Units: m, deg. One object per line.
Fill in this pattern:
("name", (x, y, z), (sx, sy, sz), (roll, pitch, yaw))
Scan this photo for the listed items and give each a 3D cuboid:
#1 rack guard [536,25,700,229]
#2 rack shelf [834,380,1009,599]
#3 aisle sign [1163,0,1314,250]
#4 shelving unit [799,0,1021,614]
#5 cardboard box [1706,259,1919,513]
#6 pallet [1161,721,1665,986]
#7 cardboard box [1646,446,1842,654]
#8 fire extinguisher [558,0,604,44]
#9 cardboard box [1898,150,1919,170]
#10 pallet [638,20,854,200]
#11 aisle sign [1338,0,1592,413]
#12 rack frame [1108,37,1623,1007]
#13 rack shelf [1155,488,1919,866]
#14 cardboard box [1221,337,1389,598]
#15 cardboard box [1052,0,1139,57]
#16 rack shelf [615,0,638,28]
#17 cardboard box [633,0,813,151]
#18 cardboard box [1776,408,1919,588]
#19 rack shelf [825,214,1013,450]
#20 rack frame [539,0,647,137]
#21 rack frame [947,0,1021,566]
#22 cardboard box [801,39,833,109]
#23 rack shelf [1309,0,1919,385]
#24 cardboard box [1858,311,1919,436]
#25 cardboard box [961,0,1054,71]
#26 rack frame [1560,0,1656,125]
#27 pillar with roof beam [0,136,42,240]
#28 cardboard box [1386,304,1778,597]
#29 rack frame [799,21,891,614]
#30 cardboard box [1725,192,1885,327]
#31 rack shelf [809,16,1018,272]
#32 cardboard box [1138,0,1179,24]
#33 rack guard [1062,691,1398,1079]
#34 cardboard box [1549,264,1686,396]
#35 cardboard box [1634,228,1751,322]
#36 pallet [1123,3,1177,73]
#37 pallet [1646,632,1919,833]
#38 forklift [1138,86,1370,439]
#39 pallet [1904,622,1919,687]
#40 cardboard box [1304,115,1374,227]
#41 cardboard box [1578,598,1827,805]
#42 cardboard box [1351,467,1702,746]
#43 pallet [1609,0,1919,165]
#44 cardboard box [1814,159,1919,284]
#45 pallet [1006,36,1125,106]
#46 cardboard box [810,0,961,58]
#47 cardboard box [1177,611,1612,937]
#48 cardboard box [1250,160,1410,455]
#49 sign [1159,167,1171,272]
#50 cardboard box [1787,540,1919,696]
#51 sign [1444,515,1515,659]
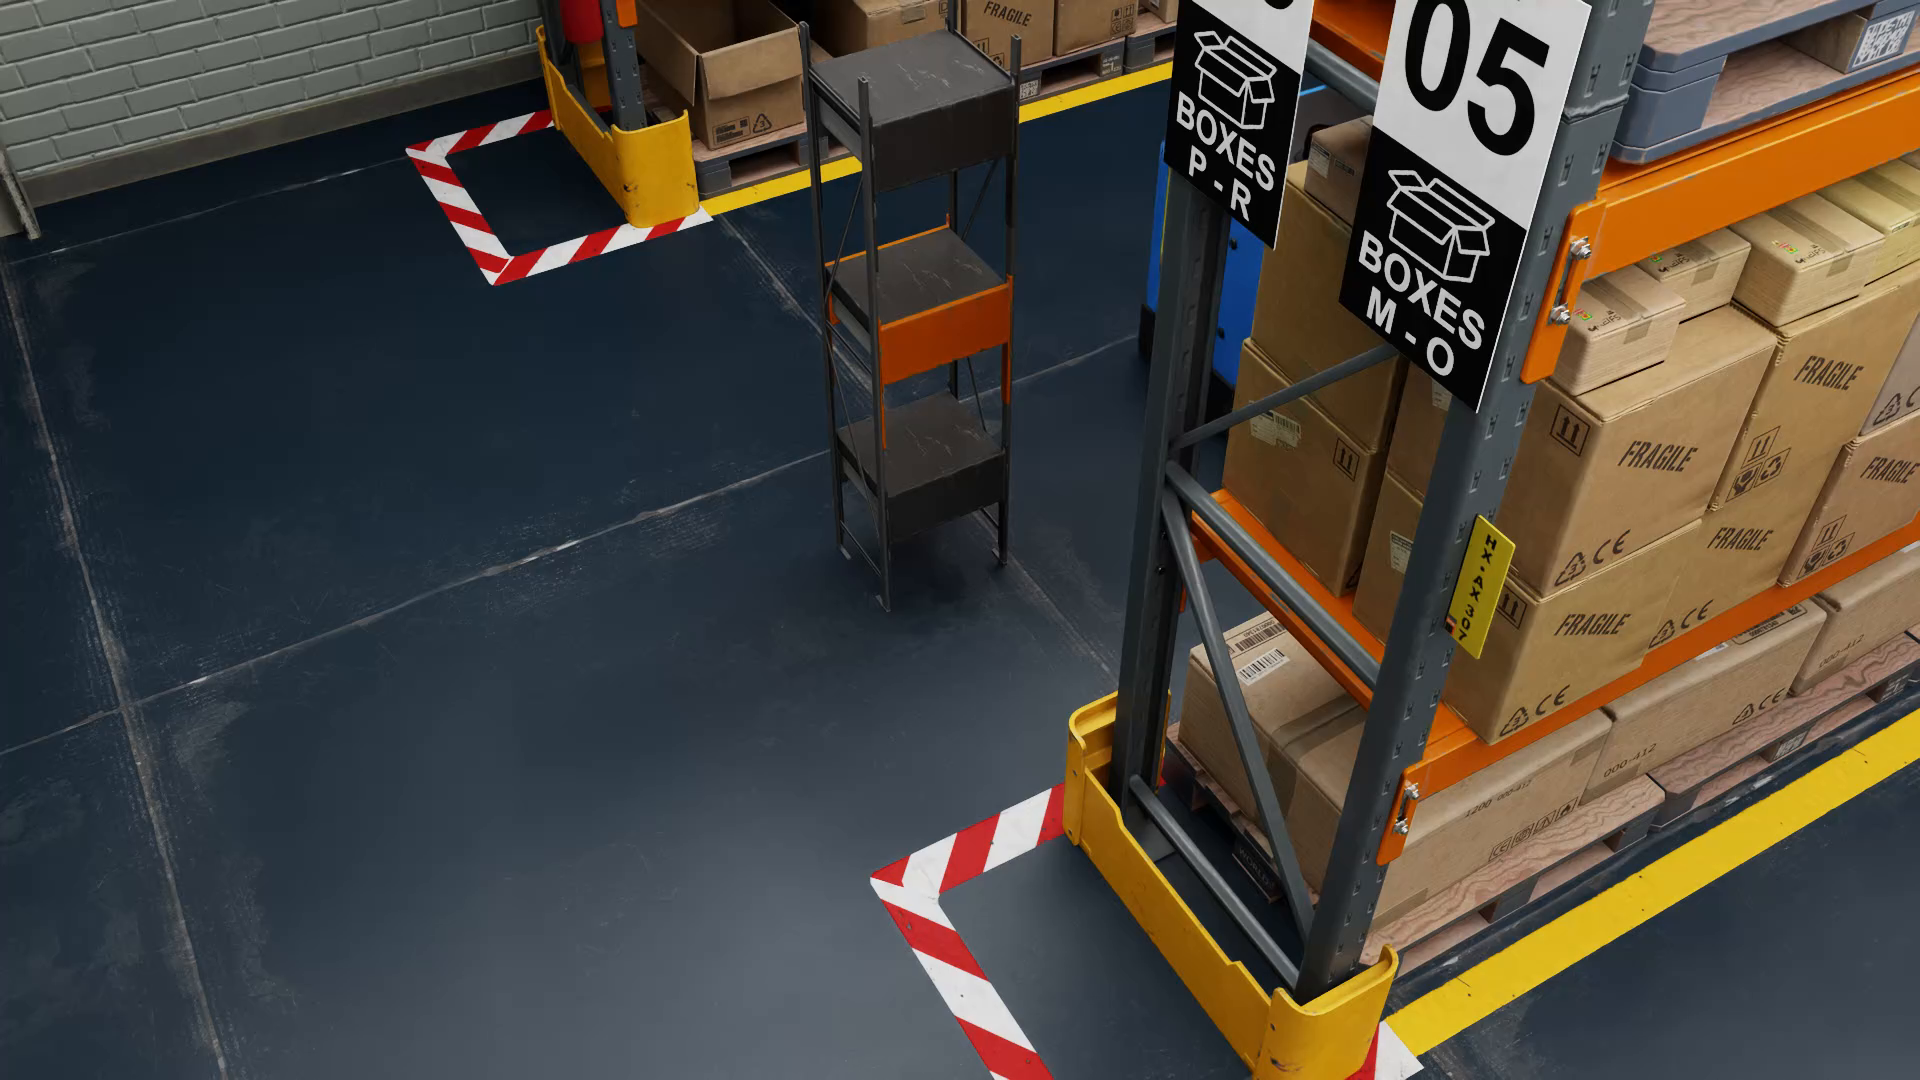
("rack guard", (-1.647, -2.026, 7.978), (0.348, 0.500, 1.175), (-22, 48, -21))
("rack shelf", (-0.144, -0.184, 5.957), (0.480, 0.518, 0.431), (-22, 48, -21))
("aisle sign", (0.546, -0.996, 3.255), (0.004, 0.787, 0.394), (-22, 48, -21))
("shelving unit", (-0.144, -0.696, 5.460), (0.503, 2.100, 0.431), (-22, 48, -21))
("cardboard box", (1.765, -0.473, 3.794), (0.500, 0.500, 0.500), (-23, 49, -22))
("pallet", (1.417, 0.776, 5.299), (1.213, 0.211, 1.003), (-22, 48, -21))
("cardboard box", (1.747, -0.122, 4.150), (0.500, 0.500, 0.500), (-22, 48, -21))
("fire extinguisher", (-1.611, -2.405, 6.897), (0.183, 0.674, 0.296), (-22, 48, -21))
("cardboard box", (2.103, -0.864, 3.731), (0.250, 0.149, 0.380), (-21, 48, -21))
("pallet", (-0.957, -2.199, 8.365), (1.213, 0.211, 1.003), (-22, 48, -21))
("aisle sign", (0.845, -0.633, 2.882), (0.004, 0.787, 0.394), (-22, 48, -21))
("rack frame", (0.763, 0.100, 3.994), (0.127, 3.000, 1.000), (-22, 48, -21))
("rack shelf", (2.497, -0.336, 4.959), (4.000, 0.370, 1.077), (-22, 48, -21))
("cardboard box", (1.049, -0.263, 4.296), (0.500, 0.500, 0.500), (-22, 48, -21))
("cardboard box", (0.525, -2.938, 8.617), (0.500, 0.500, 0.700), (-24, 49, -22))
("rack shelf", (0.021, -3.332, 8.046), (4.000, 0.370, 1.077), (-22, 48, -21))
("cardboard box", (-1.136, -2.306, 7.964), (0.637, 0.503, 0.797), (-24, 49, -22))
("cardboard box", (2.197, -0.287, 4.321), (0.500, 0.500, 0.500), (-22, 48, -21))
("rack shelf", (-0.144, -0.686, 5.469), (0.480, 0.518, 0.431), (-22, 48, -21))
("rack frame", (-1.713, -2.896, 7.081), (0.127, 3.000, 1.000), (-22, 48, -21))
("rack frame", (0.068, -0.781, 5.547), (0.015, 2.100, 0.400), (-22, 48, -21))
("cardboard box", (-0.748, -2.303, 8.215), (0.250, 0.149, 0.380), (-24, 49, -22))
("rack shelf", (2.497, -1.413, 3.914), (4.000, 0.370, 1.077), (-22, 48, -21))
("cardboard box", (2.208, -0.656, 3.983), (0.500, 0.500, 0.500), (-22, 48, -21))
("cardboard box", (0.133, -2.701, 8.373), (0.500, 0.500, 0.500), (-21, 48, -20))
("rack frame", (0.763, -2.053, 1.904), (0.127, 3.000, 1.000), (-22, 48, -21))
("pillar with roof beam", (-2.356, -2.059, 1.910), (0.400, 9.000, 9.100), (-22, 48, -21))
("cardboard box", (1.321, -0.290, 3.605), (0.500, 0.500, 0.500), (-23, 49, -22))
("rack frame", (-0.355, -0.611, 5.372), (0.015, 2.100, 0.400), (-22, 48, -21))
("cardboard box", (1.683, -0.639, 3.499), (0.250, 0.149, 0.380), (-20, 48, -20))
("rack shelf", (-0.144, -1.189, 4.982), (0.480, 0.518, 0.431), (-22, 48, -21))
("cardboard box", (1.109, -2.959, 8.807), (0.258, 0.266, 0.396), (-20, 48, -20))
("rack guard", (0.742, 1.005, 4.856), (0.348, 0.500, 1.175), (-22, 48, -21))
("cardboard box", (1.208, -0.484, 3.339), (0.250, 0.149, 0.380), (-21, 48, -20))
("cardboard box", (1.400, -0.618, 3.477), (0.250, 0.149, 0.380), (-21, 48, -20))
("pallet", (1.159, -3.046, 9.237), (1.213, 0.211, 1.003), (-22, 48, -21))
("pallet", (2.474, 0.355, 5.733), (1.213, 0.211, 1.003), (-22, 48, -21))
("forklift", (2.288, -2.025, 6.232), (3.031, 2.935, 1.130), (-21, 48, -20))
("pallet", (3.533, -0.071, 6.172), (1.213, 0.211, 1.003), (-22, 48, -21))
("cardboard box", (0.974, -0.773, 3.638), (0.250, 0.149, 0.380), (-21, 48, -20))
("cardboard box", (2.074, 0.256, 5.370), (0.875, 0.438, 0.875), (-21, 48, -20))
("cardboard box", (1.322, 0.071, 3.952), (0.500, 0.500, 0.500), (-22, 48, -21))
("pallet", (1.401, -1.209, 3.251), (1.213, 0.211, 1.003), (-22, 48, -21))
("cardboard box", (1.902, -0.741, 3.604), (0.250, 0.149, 0.380), (-23, 49, -22))
("pallet", (0.100, -2.620, 8.798), (1.213, 0.211, 1.003), (-22, 48, -21))
("cardboard box", (-0.375, -2.578, 8.246), (0.500, 0.500, 0.700), (-20, 48, -19))
("cardboard box", (1.285, 0.579, 5.038), (0.875, 0.438, 0.875), (-23, 49, -22))
("cardboard box", (1.062, -0.606, 3.931), (0.500, 0.500, 0.500), (-20, 48, -20))
("sign", (0.504, -0.733, 3.850), (0.005, 0.325, 0.100), (-22, 48, -21))
("cardboard box", (2.857, -0.055, 5.692), (0.875, 0.438, 0.875), (-23, 49, -22))
("sign", (1.034, 0.098, 3.317), (0.005, 0.325, 0.100), (-22, 48, -21))
